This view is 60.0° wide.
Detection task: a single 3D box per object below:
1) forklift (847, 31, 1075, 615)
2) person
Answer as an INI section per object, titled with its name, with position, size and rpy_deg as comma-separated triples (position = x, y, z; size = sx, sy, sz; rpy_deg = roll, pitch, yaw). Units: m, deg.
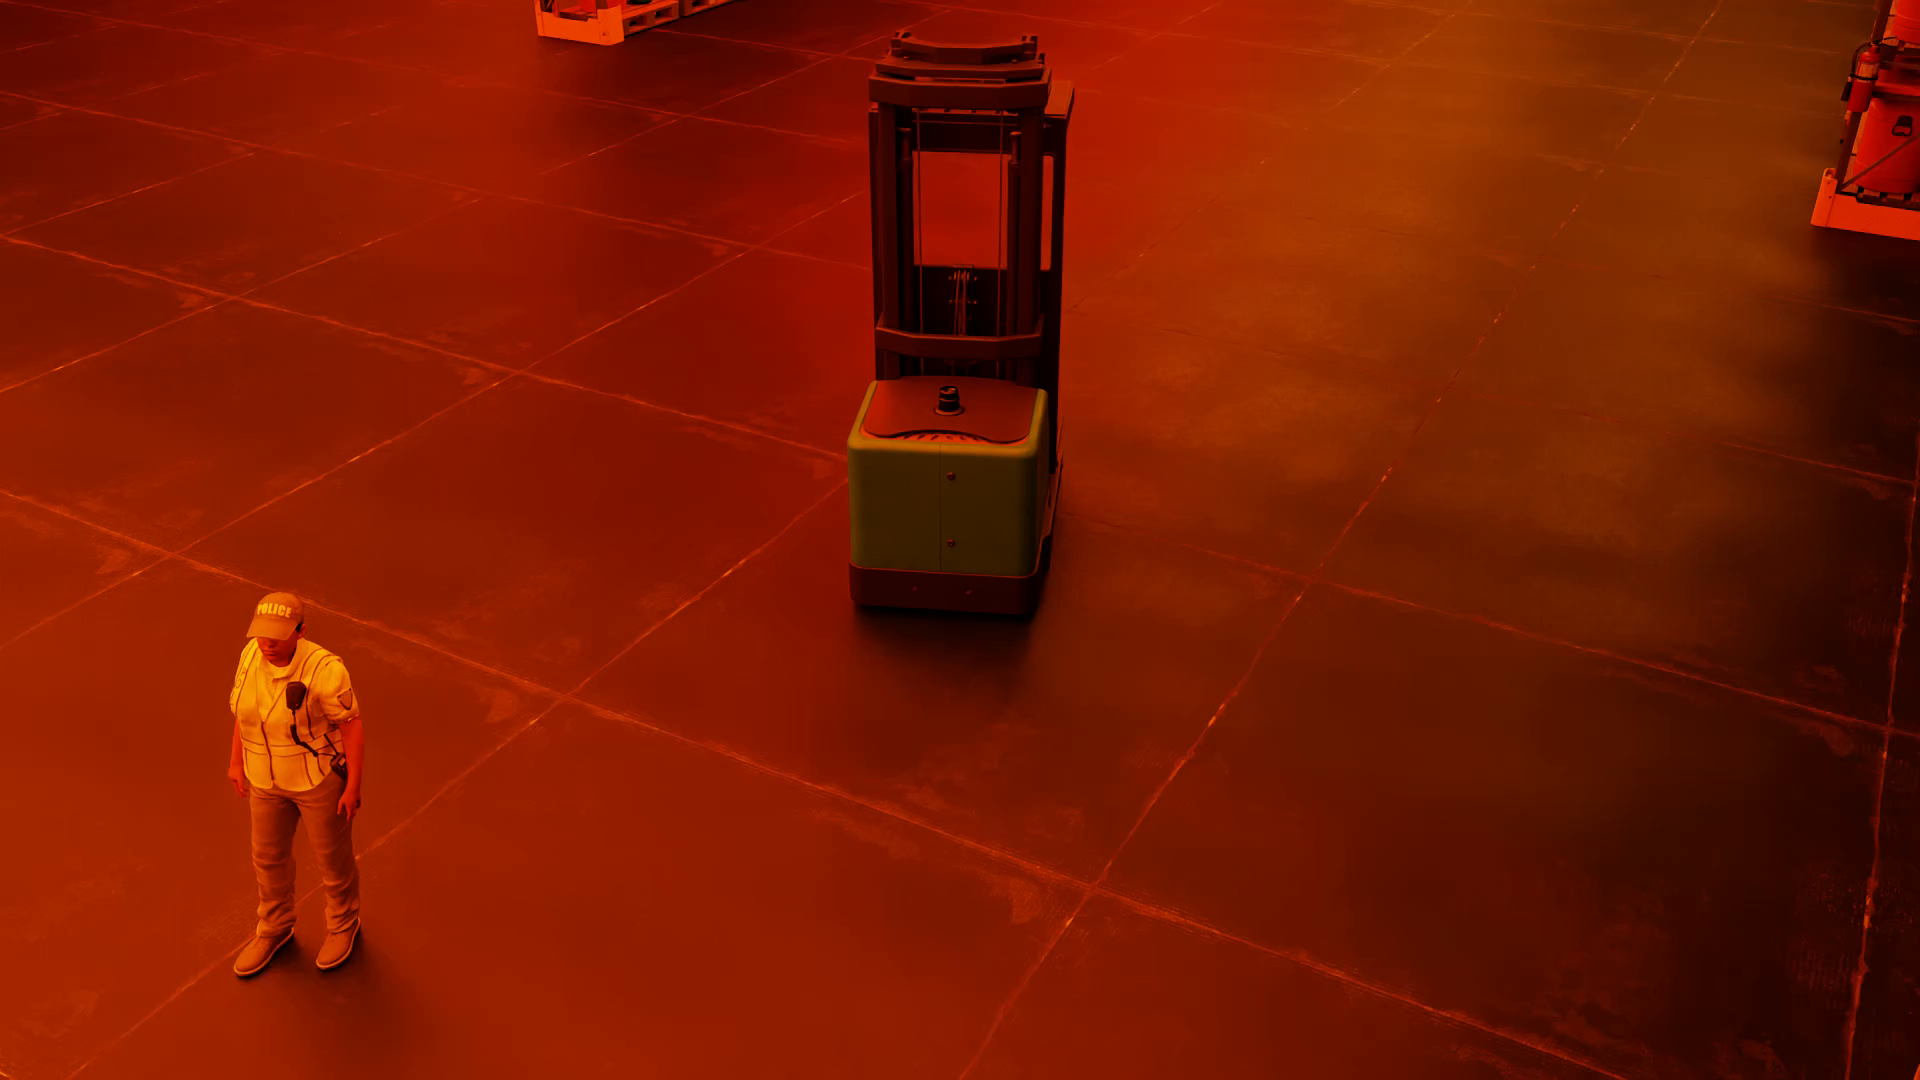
[forklift]
position = 0.072, -1.572, 9.794
size = 1.130, 2.935, 3.031
rpy_deg = 3, 30, 6
[person]
position = -2.676, 0.982, 6.619
size = 0.598, 1.670, 0.529
rpy_deg = 6, 31, 11
